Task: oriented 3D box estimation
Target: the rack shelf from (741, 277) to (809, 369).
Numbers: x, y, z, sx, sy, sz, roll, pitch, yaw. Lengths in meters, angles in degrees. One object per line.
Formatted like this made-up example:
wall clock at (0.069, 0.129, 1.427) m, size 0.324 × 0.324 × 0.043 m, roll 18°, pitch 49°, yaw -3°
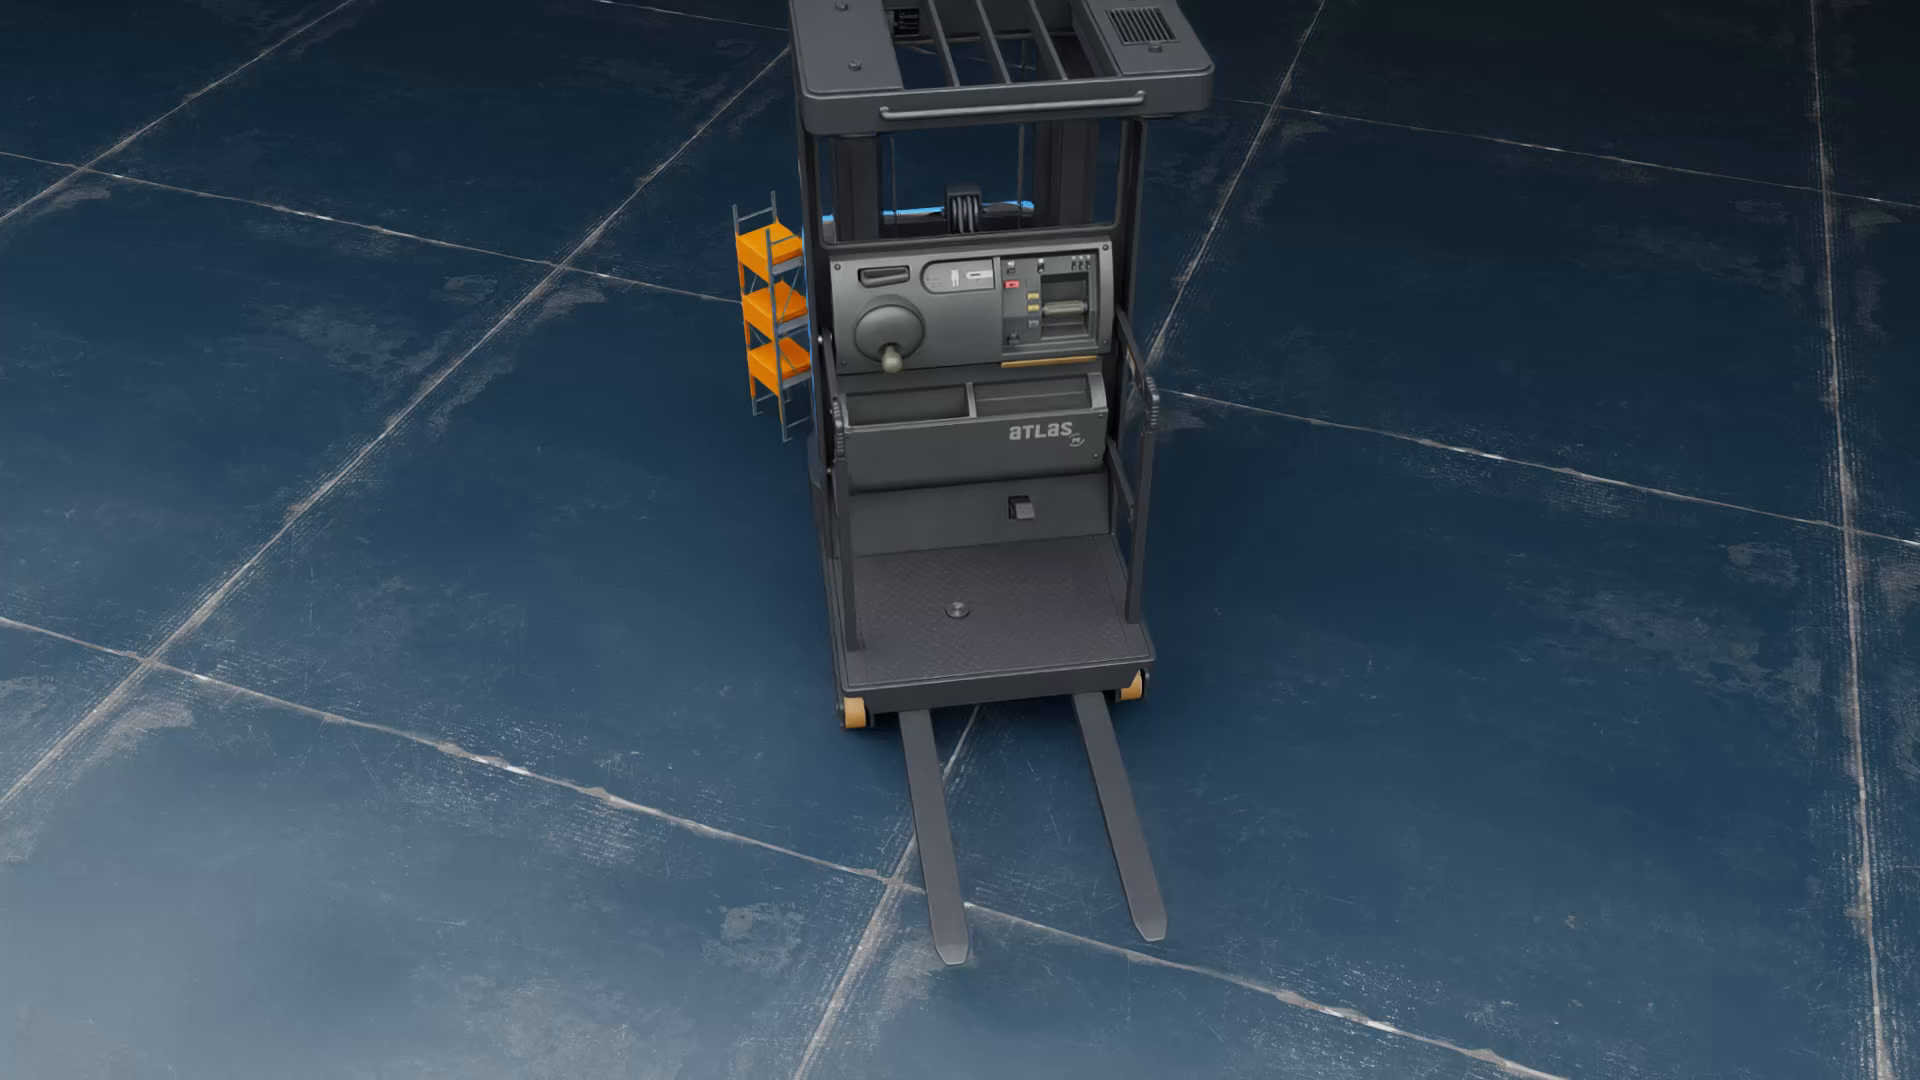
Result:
rack shelf at (-0.764, -0.920, 7.035) m, size 0.215 × 0.259 × 0.240 m, roll -27°, pitch 47°, yaw -28°

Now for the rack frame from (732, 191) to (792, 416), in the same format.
rack frame at (-0.838, -0.990, 7.102) m, size 0.200 × 1.050 × 0.008 m, roll -27°, pitch 47°, yaw -28°

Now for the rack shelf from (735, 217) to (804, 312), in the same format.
rack shelf at (-0.764, -1.136, 6.851) m, size 0.215 × 0.259 × 0.240 m, roll -27°, pitch 47°, yaw -28°

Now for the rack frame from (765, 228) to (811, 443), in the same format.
rack frame at (-0.689, -0.865, 6.955) m, size 0.200 × 1.050 × 0.008 m, roll -27°, pitch 47°, yaw -28°

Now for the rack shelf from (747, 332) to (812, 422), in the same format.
rack shelf at (-0.764, -0.708, 7.216) m, size 0.215 × 0.259 × 0.240 m, roll -27°, pitch 47°, yaw -28°

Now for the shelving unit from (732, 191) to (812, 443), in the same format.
shelving unit at (-0.764, -0.928, 7.029) m, size 0.215 × 1.050 × 0.252 m, roll -27°, pitch 47°, yaw -28°

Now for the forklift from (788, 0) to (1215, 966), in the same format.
forklift at (0.076, -0.688, 5.298) m, size 1.130 × 2.935 × 3.031 m, roll -5°, pitch 41°, yaw -6°
